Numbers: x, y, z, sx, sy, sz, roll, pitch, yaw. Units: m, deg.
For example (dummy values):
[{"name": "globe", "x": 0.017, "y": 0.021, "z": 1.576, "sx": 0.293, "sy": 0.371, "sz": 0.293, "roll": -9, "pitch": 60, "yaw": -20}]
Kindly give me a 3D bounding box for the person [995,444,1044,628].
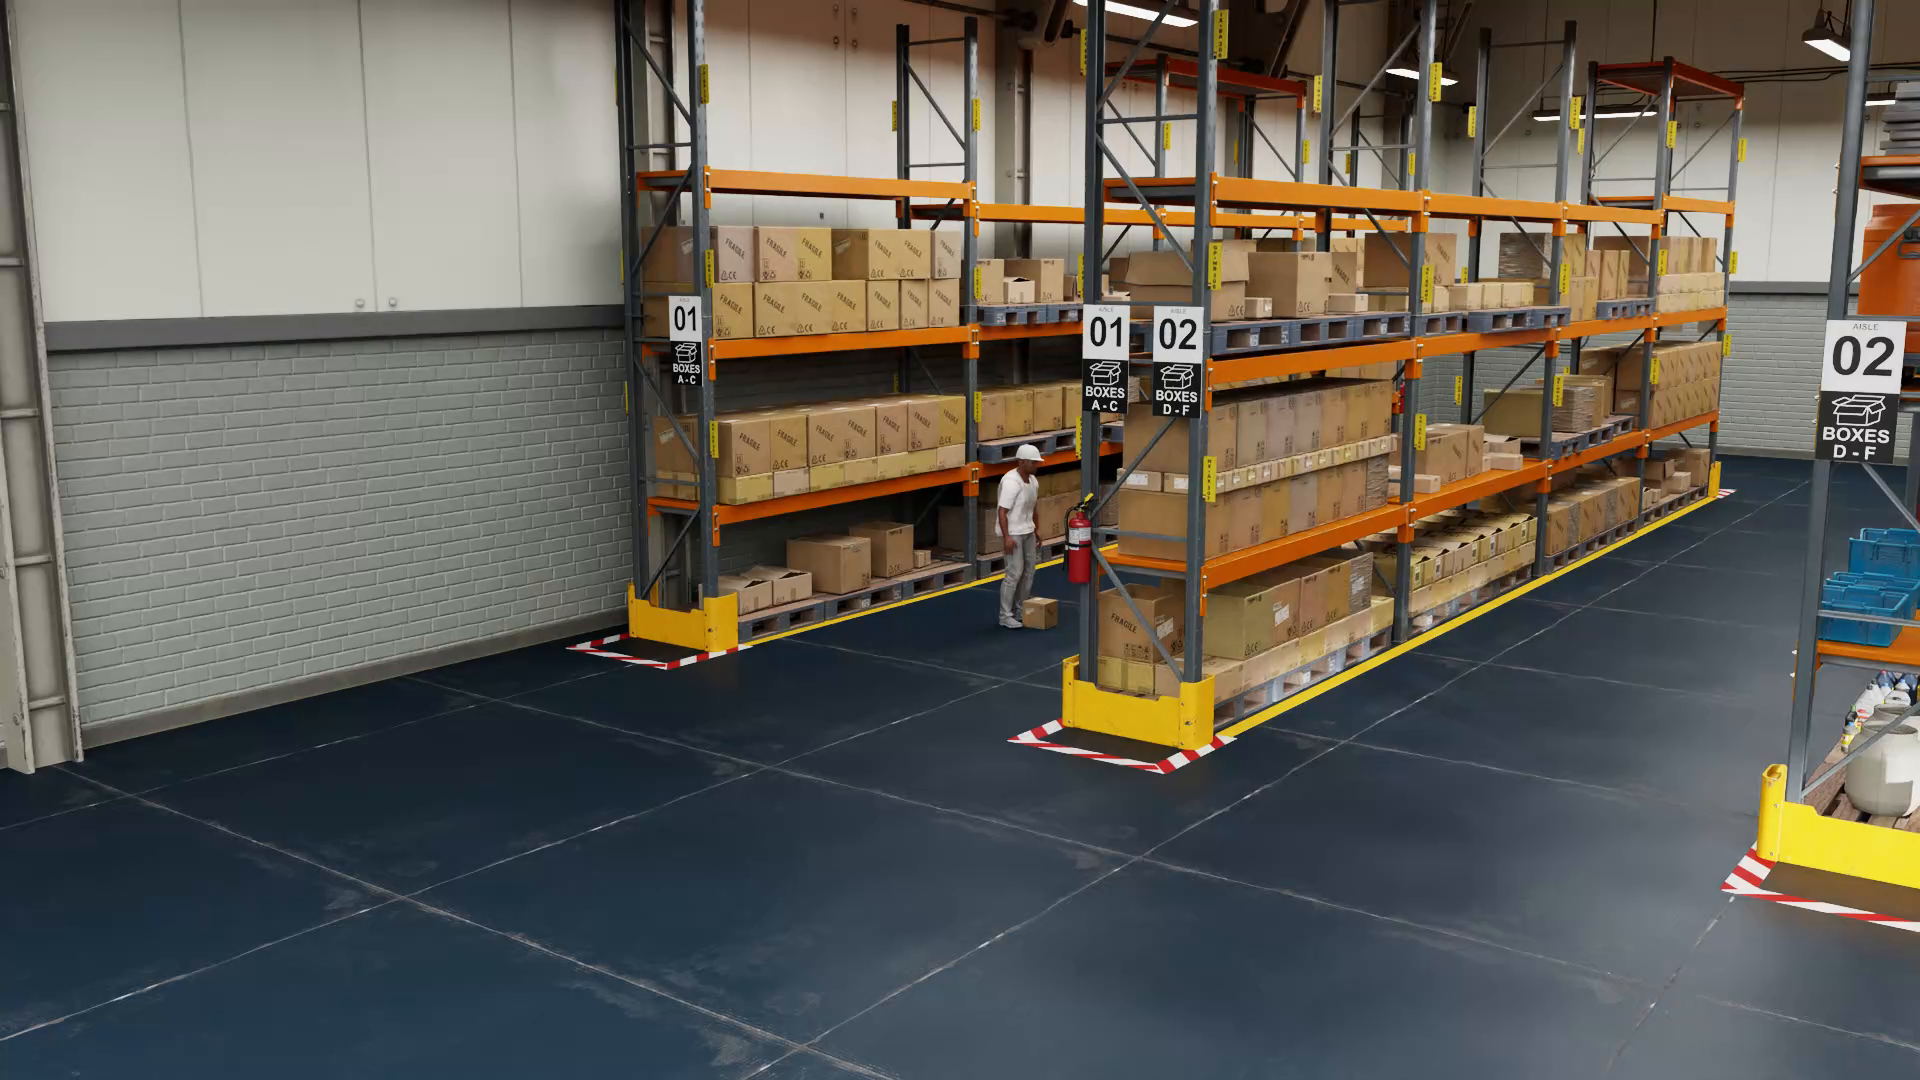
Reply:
[{"name": "person", "x": 0.594, "y": -0.053, "z": 16.150, "sx": 0.459, "sy": 1.761, "sz": 0.638, "roll": 7, "pitch": 12, "yaw": 34}]
